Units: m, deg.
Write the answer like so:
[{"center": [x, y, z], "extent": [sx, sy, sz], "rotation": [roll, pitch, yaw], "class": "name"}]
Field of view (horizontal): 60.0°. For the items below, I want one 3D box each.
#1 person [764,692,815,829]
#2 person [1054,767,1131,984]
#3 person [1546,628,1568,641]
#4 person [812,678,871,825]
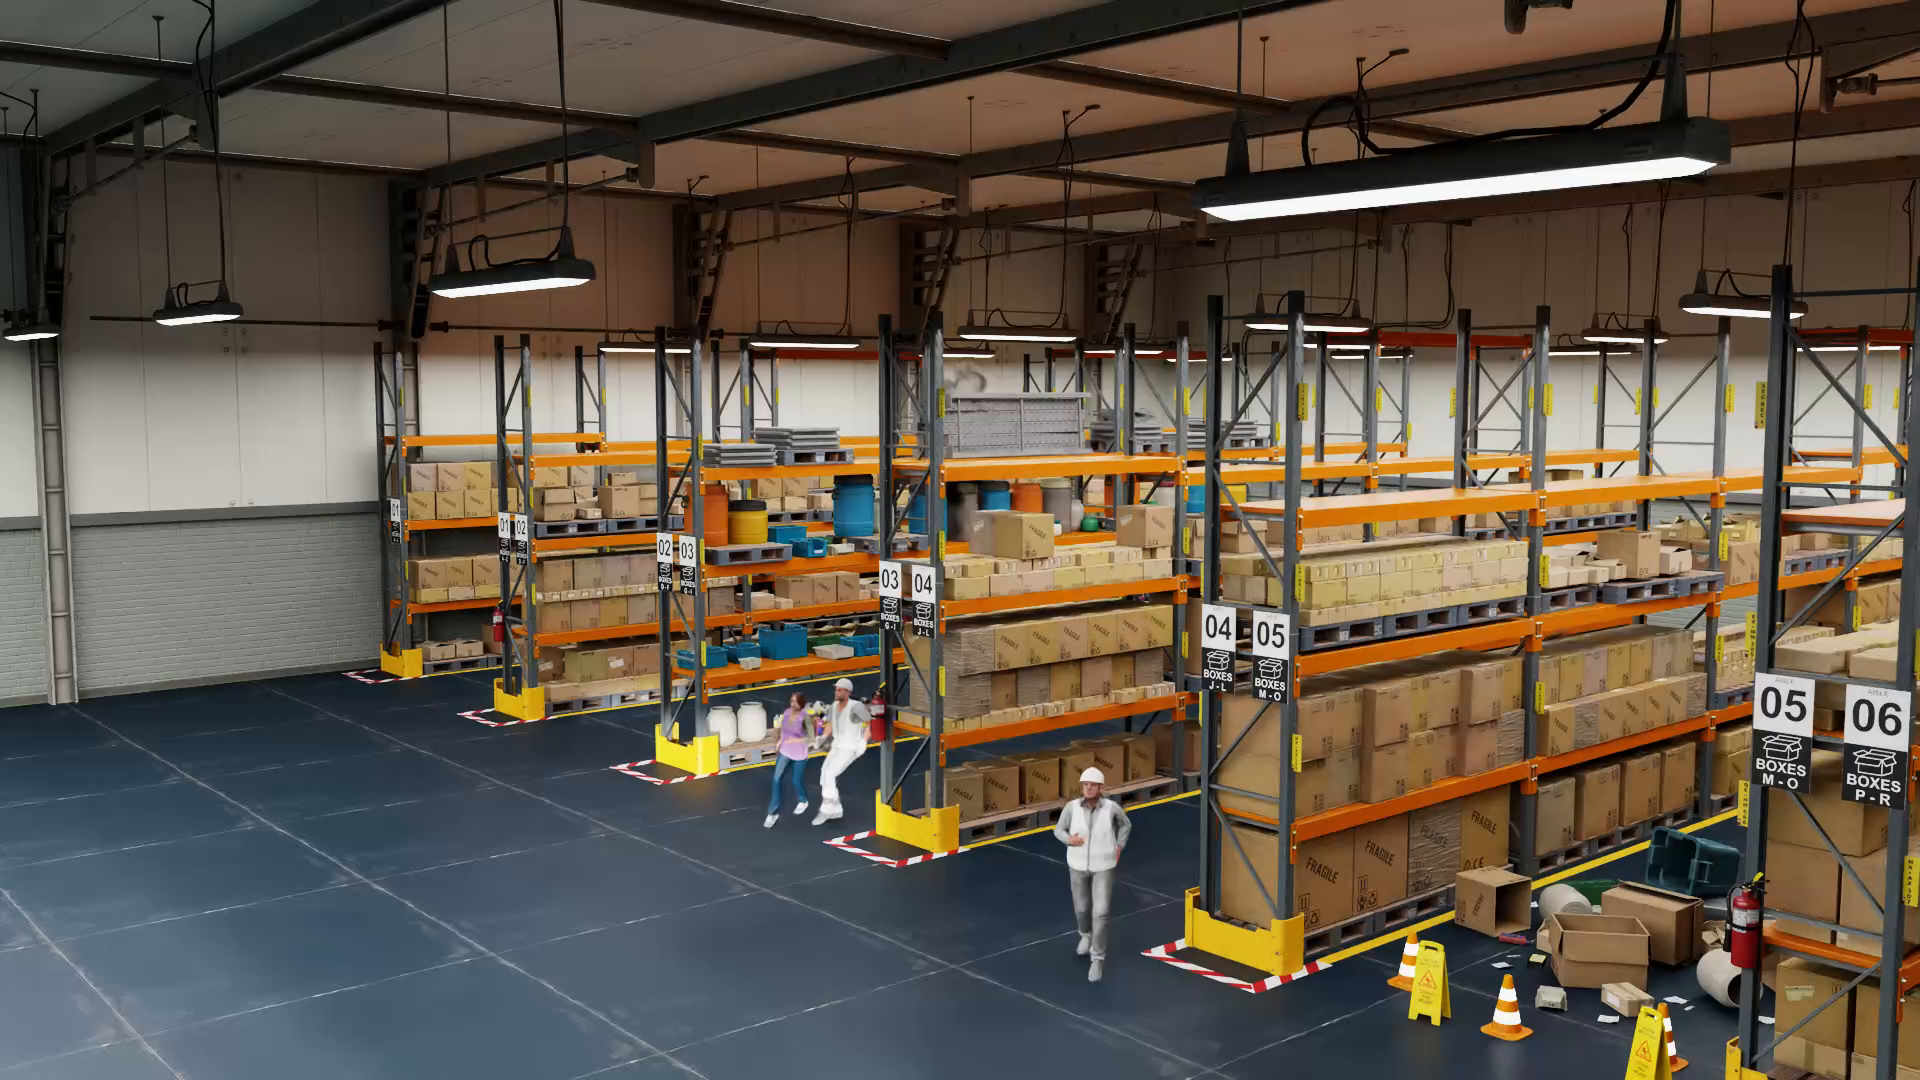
[{"center": [-1.944, 2.585, 19.783], "extent": [0.550, 1.611, 0.770], "rotation": [2, 6, 22], "class": "person"}, {"center": [1.164, 2.928, 14.809], "extent": [0.662, 1.824, 0.819], "rotation": [1, 5, 15], "class": "person"}, {"center": [8.882, 2.066, 24.696], "extent": [0.834, 1.775, 0.621], "rotation": [-5, 7, -45], "class": "person"}, {"center": [-1.547, 2.517, 19.877], "extent": [0.875, 1.694, 0.674], "rotation": [-5, 7, -41], "class": "person"}]
